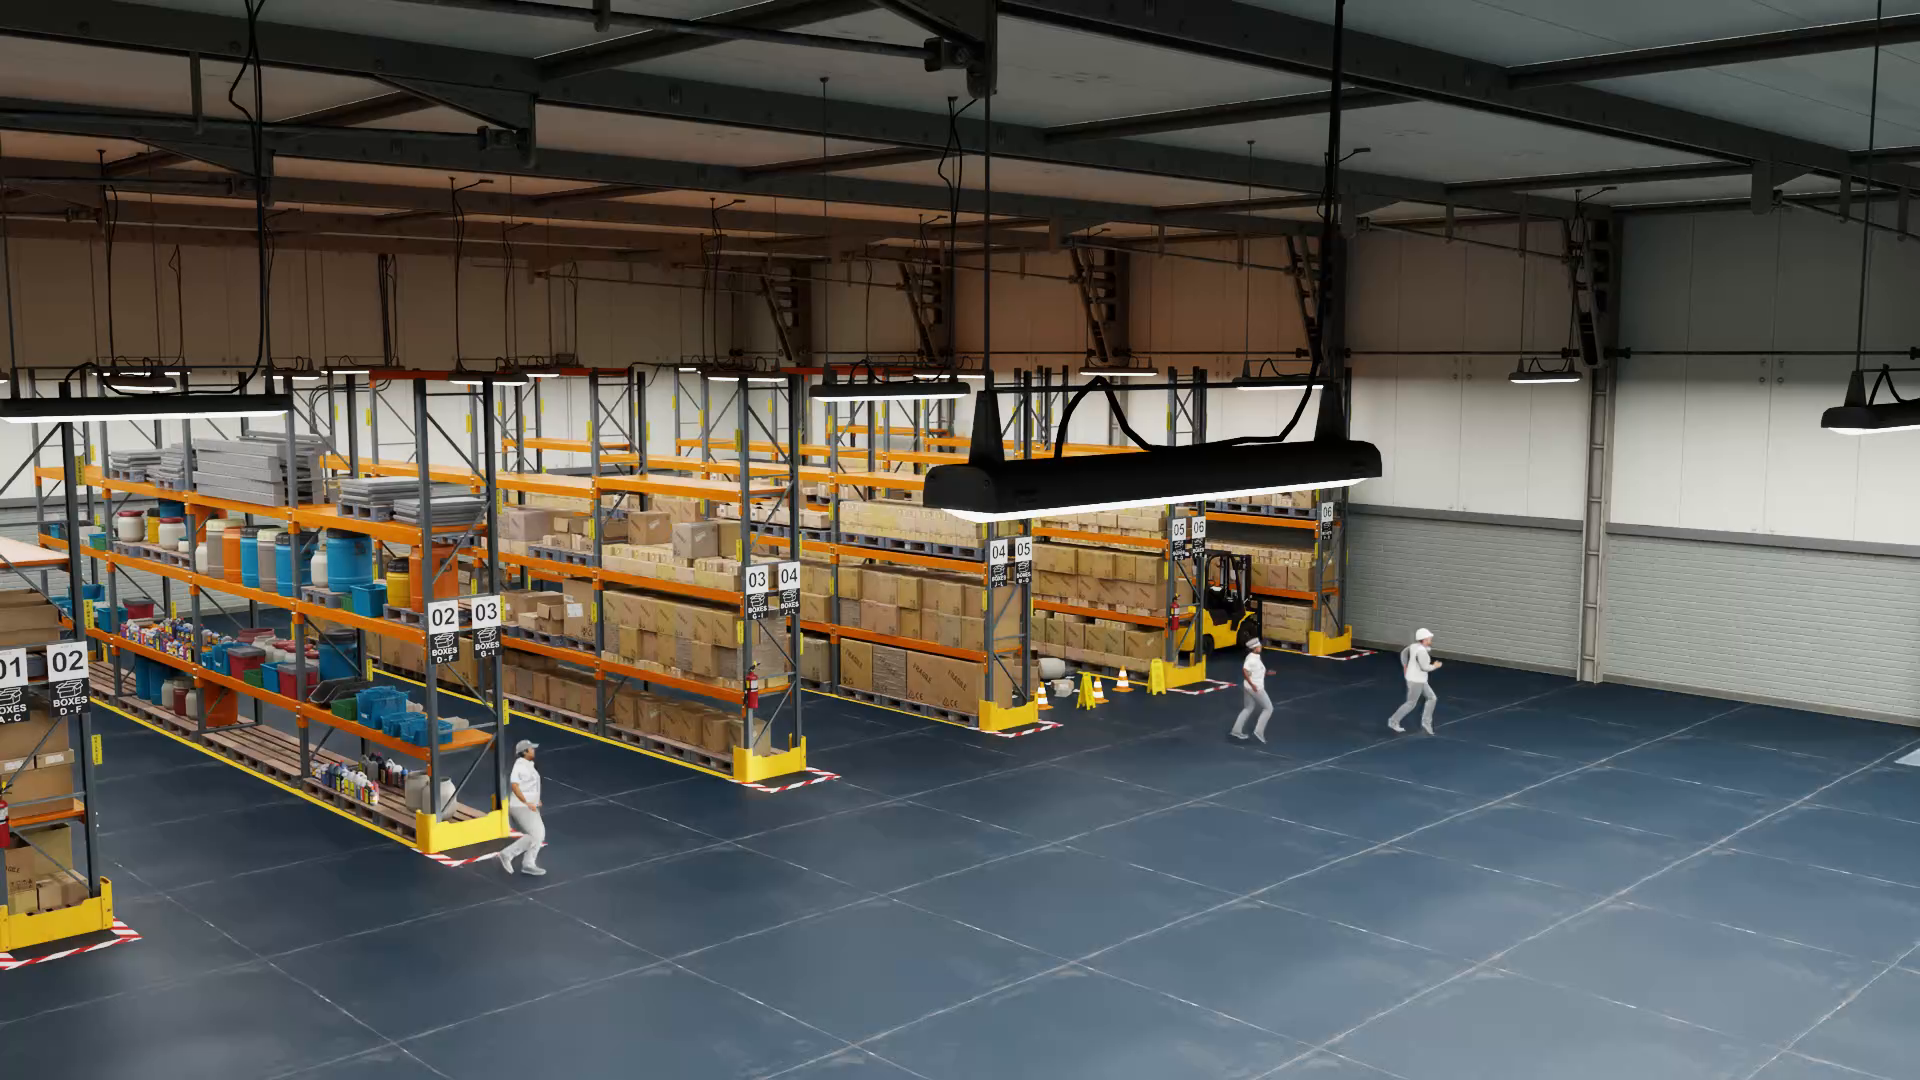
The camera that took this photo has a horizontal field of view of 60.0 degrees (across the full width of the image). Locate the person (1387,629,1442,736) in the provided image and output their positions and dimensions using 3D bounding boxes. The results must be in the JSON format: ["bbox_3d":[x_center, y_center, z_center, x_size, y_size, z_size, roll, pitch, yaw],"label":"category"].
[{"bbox_3d":[7.527,2.360,27.513,0.849,1.811,0.678,1,6,7],"label":"person"}]

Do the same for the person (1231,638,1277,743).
[{"bbox_3d":[4.795,2.454,27.038,0.714,1.740,0.545,-1,6,-6],"label":"person"}]

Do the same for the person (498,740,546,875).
[{"bbox_3d":[-5.338,3.252,20.301,0.509,1.622,0.672,-2,7,-13],"label":"person"}]
